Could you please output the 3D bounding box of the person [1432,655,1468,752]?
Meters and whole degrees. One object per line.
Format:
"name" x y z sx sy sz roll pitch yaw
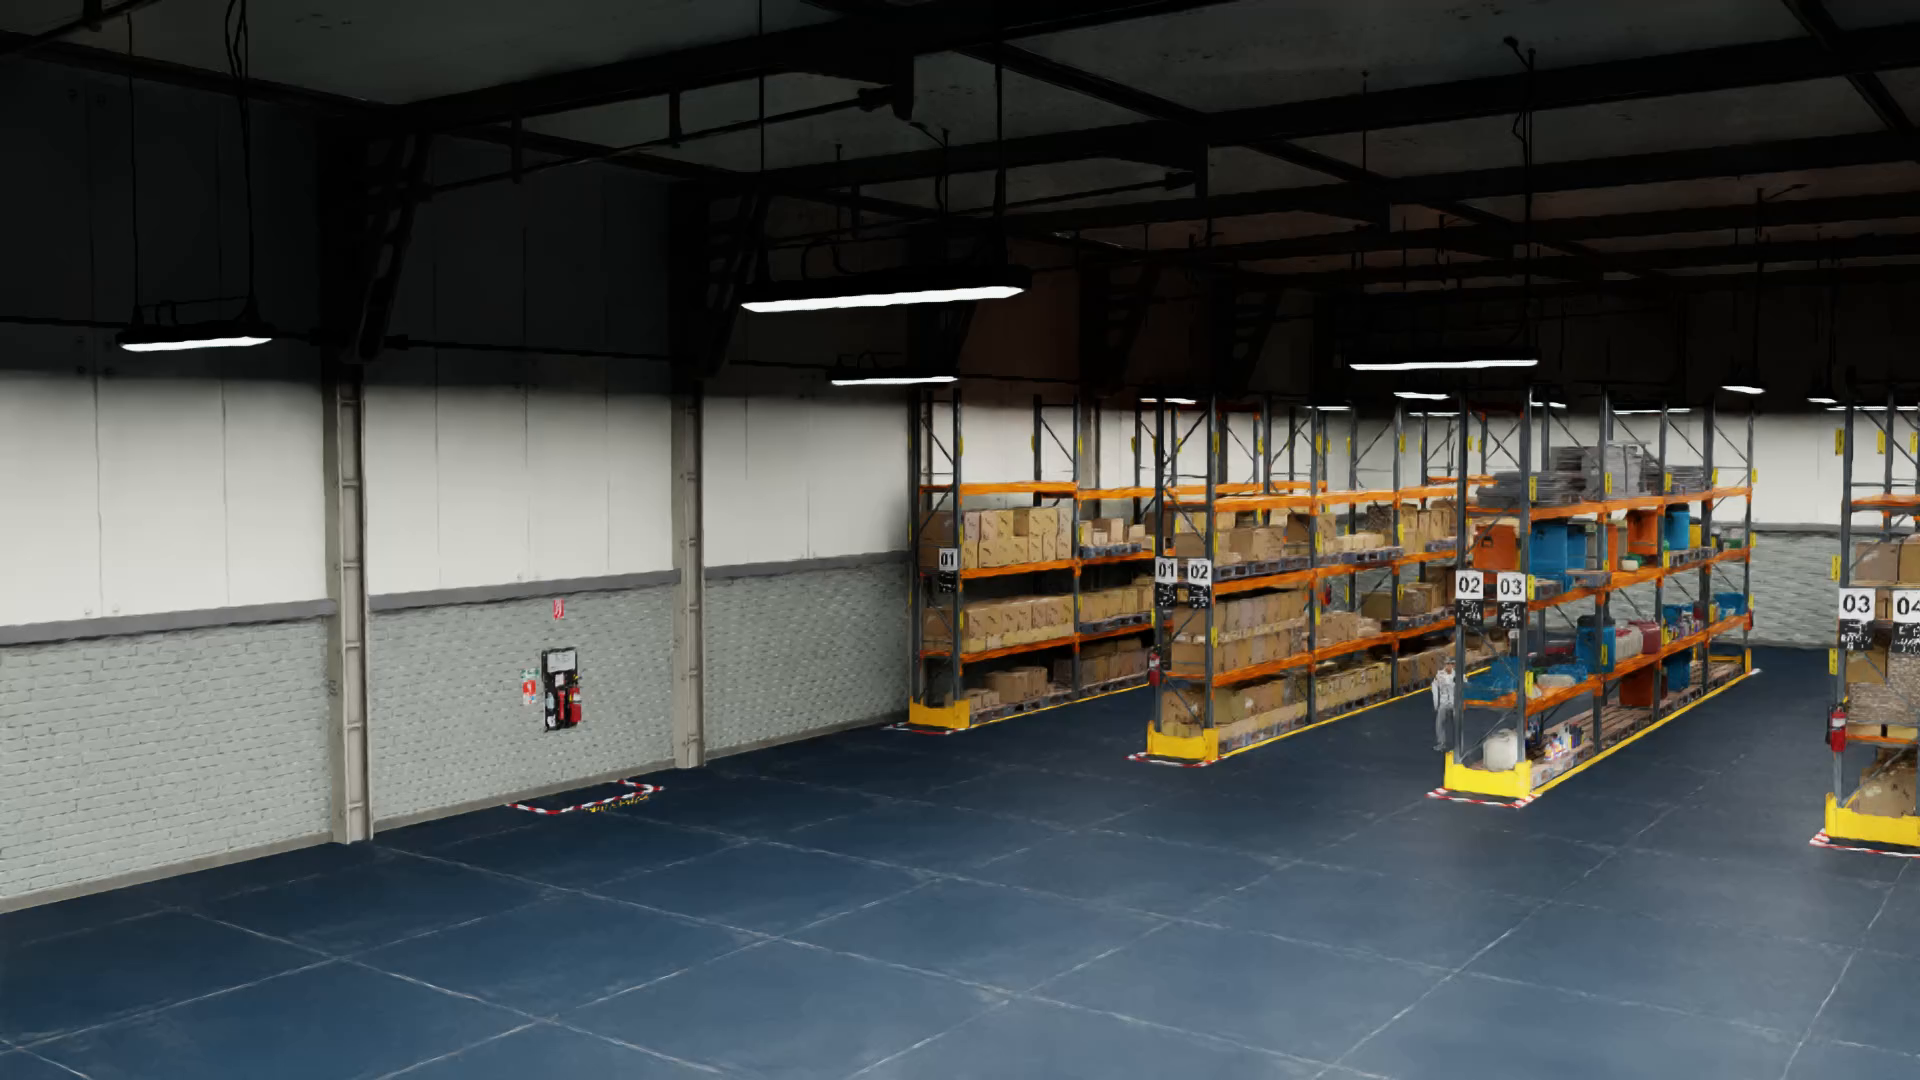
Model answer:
"person" 7.965 2.655 27.006 0.639 1.632 0.512 2 4 34

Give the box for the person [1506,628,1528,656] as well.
"person" 12.191 2.112 36.440 0.455 1.588 1.089 2 4 33
